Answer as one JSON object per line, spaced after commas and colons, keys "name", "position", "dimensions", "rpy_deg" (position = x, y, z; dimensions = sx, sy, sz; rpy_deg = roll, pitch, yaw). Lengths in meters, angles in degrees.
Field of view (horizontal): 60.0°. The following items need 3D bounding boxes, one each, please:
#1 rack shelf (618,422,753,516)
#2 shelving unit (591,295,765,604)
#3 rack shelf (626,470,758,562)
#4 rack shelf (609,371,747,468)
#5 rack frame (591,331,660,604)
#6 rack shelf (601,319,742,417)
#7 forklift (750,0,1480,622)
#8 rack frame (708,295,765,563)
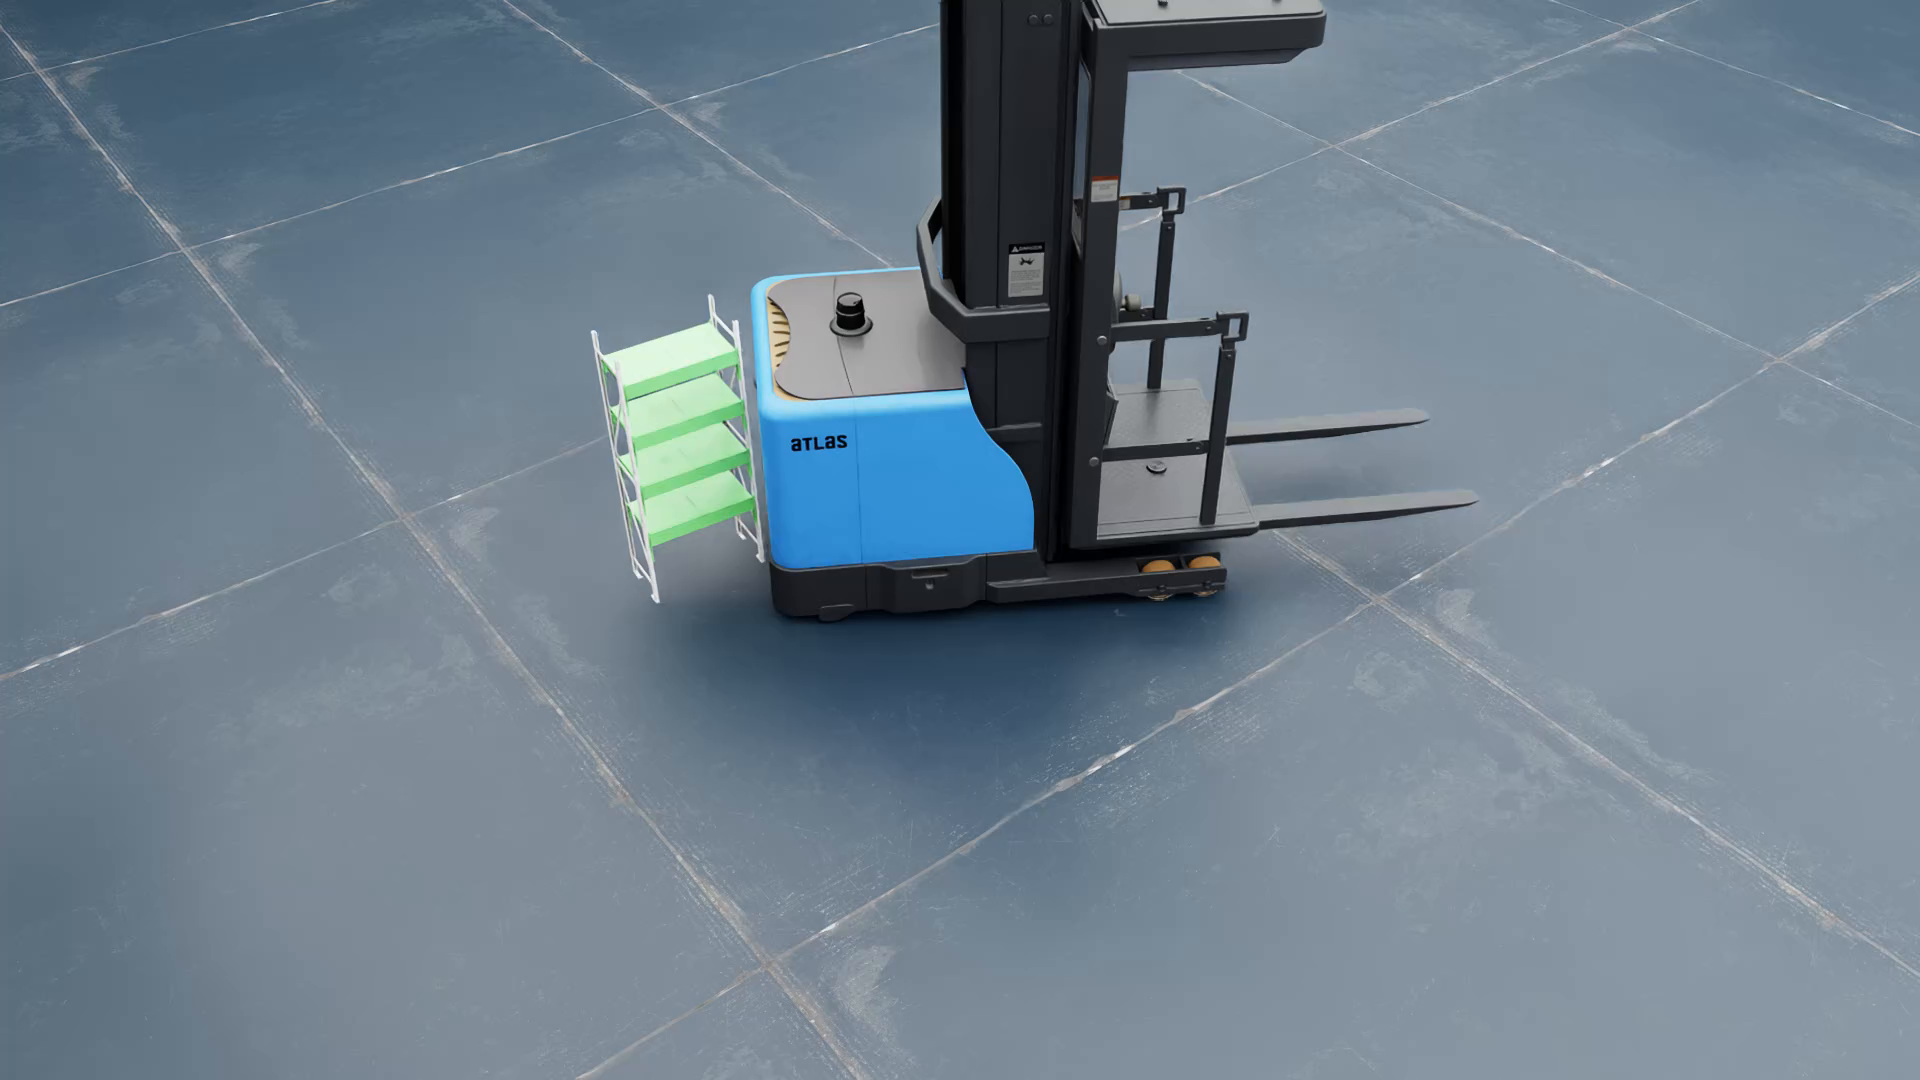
{"name": "rack shelf", "position": [-1.120, -0.300, 6.765], "dimensions": [0.480, 0.148, 0.258], "rpy_deg": [-22, 44, -24]}
{"name": "shelving unit", "position": [-1.120, -0.350, 6.725], "dimensions": [0.503, 1.200, 0.258], "rpy_deg": [-22, 44, -24]}
{"name": "rack shelf", "position": [-1.117, -0.114, 6.917], "dimensions": [0.480, 0.148, 0.258], "rpy_deg": [-22, 44, -24]}
{"name": "rack shelf", "position": [-1.122, -0.486, 6.614], "dimensions": [0.480, 0.148, 0.258], "rpy_deg": [-22, 44, -24]}
{"name": "rack frame", "position": [-1.328, -0.266, 6.627], "dimensions": [0.015, 1.200, 0.240], "rpy_deg": [-22, 44, -24]}
{"name": "rack shelf", "position": [-1.125, -0.672, 6.462], "dimensions": [0.480, 0.148, 0.258], "rpy_deg": [-22, 44, -24]}
{"name": "forklift", "position": [0.678, -1.214, 6.419], "dimensions": [3.031, 2.935, 1.130], "rpy_deg": [-5, 40, -6]}
{"name": "rack frame", "position": [-0.913, -0.433, 6.823], "dimensions": [0.015, 1.200, 0.240], "rpy_deg": [-22, 44, -24]}
